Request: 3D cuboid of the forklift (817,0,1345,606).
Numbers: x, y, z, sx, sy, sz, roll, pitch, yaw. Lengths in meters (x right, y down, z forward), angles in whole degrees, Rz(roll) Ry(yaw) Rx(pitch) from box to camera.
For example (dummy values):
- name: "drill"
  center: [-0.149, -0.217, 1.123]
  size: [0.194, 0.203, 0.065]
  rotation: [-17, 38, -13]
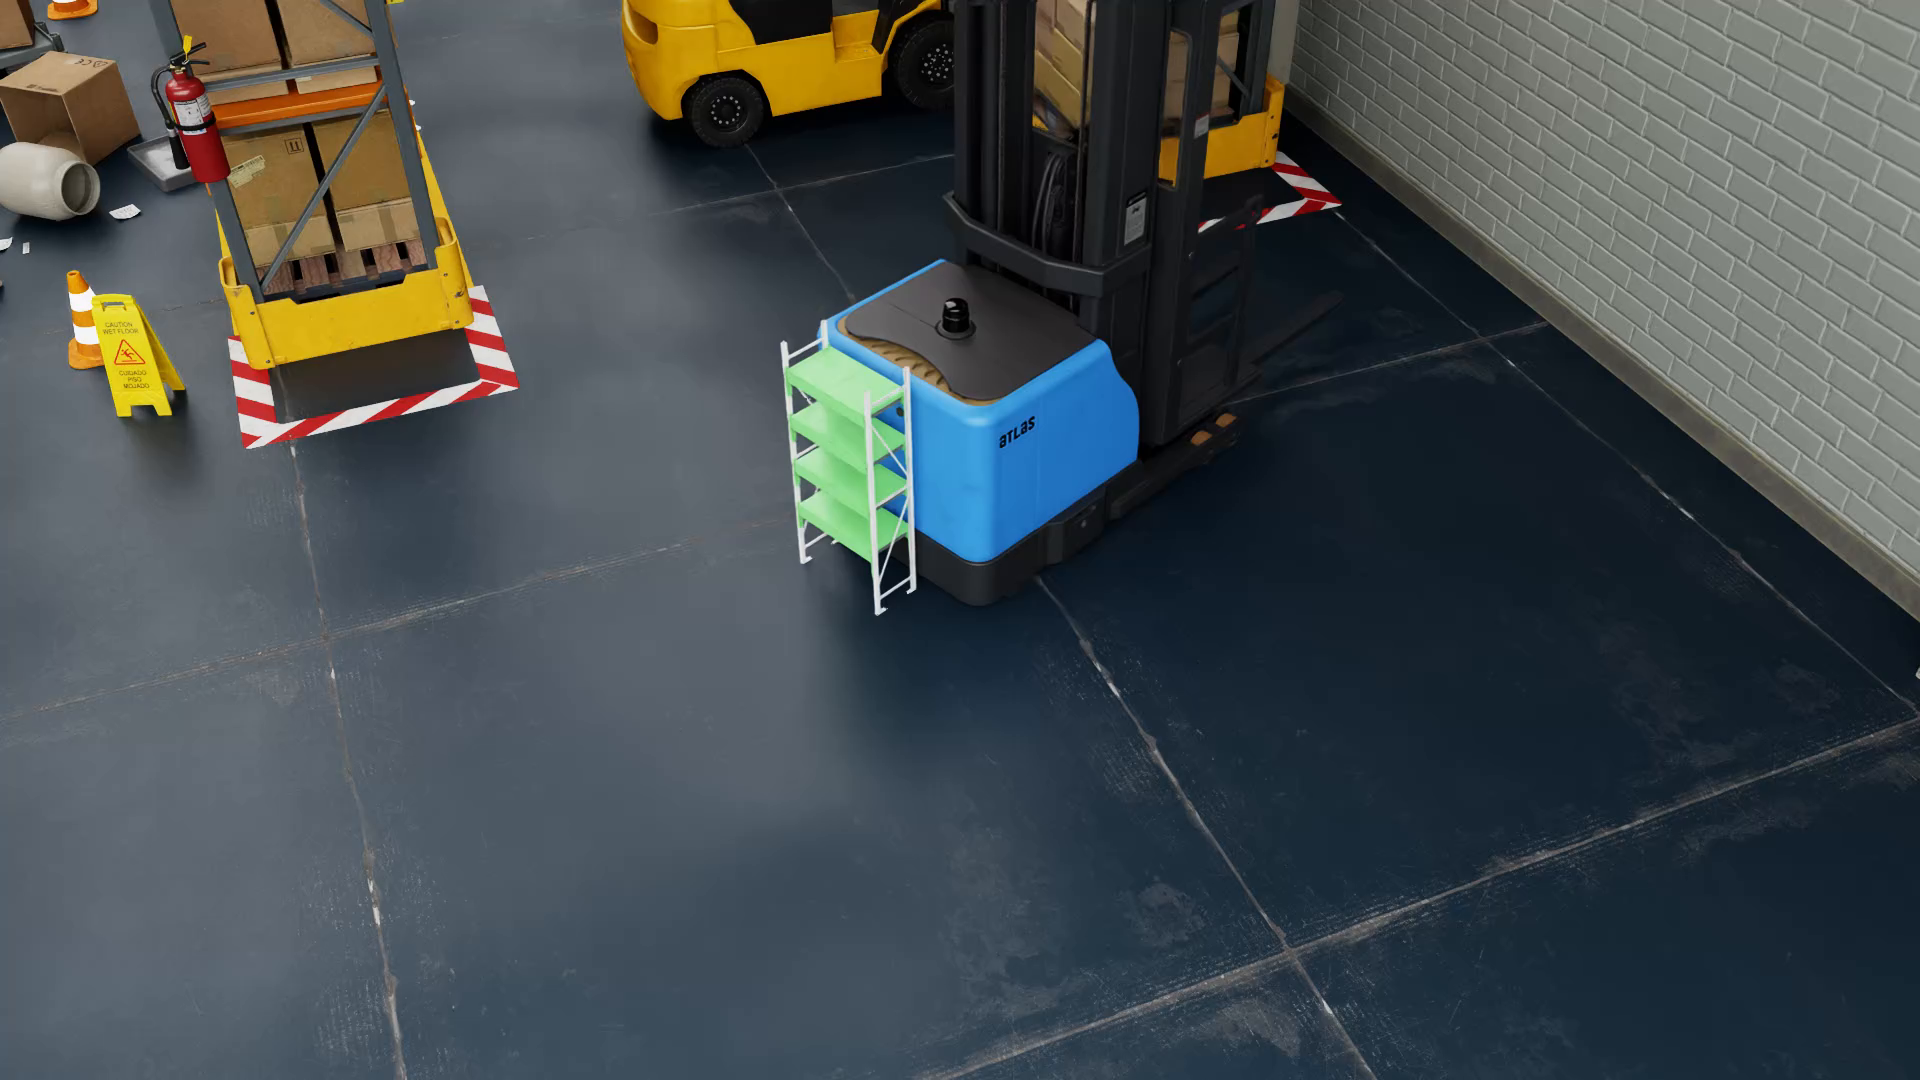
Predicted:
- name: "forklift"
  center: [0.758, -1.688, 7.384]
  size: [1.130, 2.935, 3.031]
  rotation: [32, 50, 32]

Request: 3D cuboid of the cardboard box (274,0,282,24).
- name: "cardboard box"
  center: [-3.330, -3.036, 8.594]
  size: [0.500, 0.500, 0.500]
  rotation: [-14, 43, -16]

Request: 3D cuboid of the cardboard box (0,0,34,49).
- name: "cardboard box"
  center: [-6.368, -3.506, 10.782]
  size: [0.500, 0.500, 0.500]
  rotation: [-15, 43, -17]

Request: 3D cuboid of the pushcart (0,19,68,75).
- name: "pushcart"
  center: [-6.822, -3.036, 10.910]
  size: [1.648, 0.377, 0.936]
  rotation: [-31, 49, -31]

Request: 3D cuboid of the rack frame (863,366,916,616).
- name: "rack frame"
  center: [-0.286, -0.181, 6.957]
  size: [0.015, 1.200, 0.240]
  rotation: [32, 50, 32]

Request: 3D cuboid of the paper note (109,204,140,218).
- name: "paper note"
  center: [-4.984, -1.962, 9.926]
  size: [0.142, 0.019, 0.148]
  rotation: [-31, 49, -31]

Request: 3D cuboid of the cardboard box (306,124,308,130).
- name: "cardboard box"
  center: [-4.141, -2.657, 9.670]
  size: [0.500, 0.500, 0.500]
  rotation: [-16, 43, -18]

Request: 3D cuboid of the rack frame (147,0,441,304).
- name: "rack frame"
  center: [-3.204, -2.220, 7.949]
  size: [1.000, 3.000, 0.127]
  rotation: [-15, 43, -17]

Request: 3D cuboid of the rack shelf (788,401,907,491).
- name: "rack shelf"
  center: [-0.463, -0.424, 6.970]
  size: [0.480, 0.148, 0.258]
  rotation: [32, 50, 32]

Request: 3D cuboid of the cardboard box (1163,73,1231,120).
- name: "cardboard box"
  center: [1.373, -2.921, 10.552]
  size: [0.500, 0.250, 0.500]
  rotation: [-15, 43, -17]

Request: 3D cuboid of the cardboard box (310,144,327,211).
- name: "cardboard box"
  center: [-3.953, -2.070, 9.562]
  size: [0.500, 0.250, 0.500]
  rotation: [-15, 43, -17]

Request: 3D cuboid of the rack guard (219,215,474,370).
- name: "rack guard"
  center: [-3.233, -1.318, 8.817]
  size: [1.175, 0.500, 0.348]
  rotation: [-15, 43, -17]

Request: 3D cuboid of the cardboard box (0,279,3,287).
- name: "cardboard box"
  center: [-5.572, -1.424, 9.210]
  size: [0.380, 0.149, 0.250]
  rotation: [5, 41, 6]

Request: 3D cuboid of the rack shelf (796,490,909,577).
- name: "rack shelf"
  center: [-0.460, -0.062, 7.285]
  size: [0.480, 0.148, 0.258]
  rotation: [32, 50, 32]

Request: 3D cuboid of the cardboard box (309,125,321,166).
- name: "cardboard box"
  center: [-3.666, -2.526, 10.092]
  size: [0.500, 0.250, 0.500]
  rotation: [-12, 42, -14]

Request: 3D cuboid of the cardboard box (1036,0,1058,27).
- name: "cardboard box"
  center: [0.715, -3.462, 10.413]
  size: [0.500, 0.250, 0.500]
  rotation: [-14, 43, -16]

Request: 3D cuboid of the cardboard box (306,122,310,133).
- name: "cardboard box"
  center: [-4.338, -2.685, 10.278]
  size: [0.500, 0.250, 0.500]
  rotation: [-16, 43, -17]

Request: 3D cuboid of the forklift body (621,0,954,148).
- name: "forklift body"
  center: [-1.031, -3.825, 10.468]
  size: [2.313, 2.155, 1.214]
  rotation: [-15, 43, -17]

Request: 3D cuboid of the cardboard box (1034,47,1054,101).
- name: "cardboard box"
  center: [0.727, -3.083, 10.740]
  size: [0.500, 0.250, 0.500]
  rotation: [-15, 43, -17]

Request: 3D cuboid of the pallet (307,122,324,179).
- name: "pallet"
  center: [-3.975, -2.440, 10.344]
  size: [1.003, 0.211, 1.213]
  rotation: [-15, 43, -17]

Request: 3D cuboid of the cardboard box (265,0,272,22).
- name: "cardboard box"
  center: [-3.854, -2.931, 8.472]
  size: [0.500, 0.500, 0.500]
  rotation: [-15, 43, -17]

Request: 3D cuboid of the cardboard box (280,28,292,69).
- name: "cardboard box"
  center: [-3.253, -2.529, 8.502]
  size: [0.380, 0.149, 0.250]
  rotation: [-14, 43, -16]

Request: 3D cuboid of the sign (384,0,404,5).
- name: "sign"
  center: [-2.703, -2.683, 7.824]
  size: [0.100, 0.325, 0.005]
  rotation: [-15, 43, -17]

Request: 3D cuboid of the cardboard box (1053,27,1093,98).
- name: "cardboard box"
  center: [0.905, -2.982, 10.239]
  size: [0.500, 0.250, 0.500]
  rotation: [-16, 43, -17]

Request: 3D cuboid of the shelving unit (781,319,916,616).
- name: "shelving unit"
  center: [-0.462, -0.291, 7.086]
  size: [0.503, 1.200, 0.258]
  rotation: [32, 50, 32]

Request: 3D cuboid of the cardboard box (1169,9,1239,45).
- name: "cardboard box"
  center: [1.371, -3.293, 10.217]
  size: [0.500, 0.250, 0.500]
  rotation: [-16, 43, -18]

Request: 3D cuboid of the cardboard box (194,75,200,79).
- name: "cardboard box"
  center: [-3.744, -2.421, 8.376]
  size: [0.380, 0.149, 0.250]
  rotation: [-16, 43, -17]

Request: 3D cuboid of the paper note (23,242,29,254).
- name: "paper note"
  center: [-5.407, -1.691, 9.627]
  size: [0.032, 0.001, 0.123]
  rotation: [-15, 43, -17]

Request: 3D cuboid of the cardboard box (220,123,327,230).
- name: "cardboard box"
  center: [-3.752, -2.038, 8.950]
  size: [0.500, 0.500, 0.500]
  rotation: [-15, 43, -17]

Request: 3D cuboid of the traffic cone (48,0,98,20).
- name: "traffic cone"
  center: [-6.503, -4.065, 12.041]
  size: [0.336, 0.463, 0.334]
  rotation: [-15, 43, -17]

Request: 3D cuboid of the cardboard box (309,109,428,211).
- name: "cardboard box"
  center: [-3.267, -2.190, 9.126]
  size: [0.500, 0.500, 0.500]
  rotation: [-16, 43, -18]

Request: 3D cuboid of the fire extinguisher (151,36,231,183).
- name: "fire extinguisher"
  center: [-3.586, -2.006, 7.760]
  size: [0.296, 0.674, 0.183]
  rotation: [-15, 43, -17]
